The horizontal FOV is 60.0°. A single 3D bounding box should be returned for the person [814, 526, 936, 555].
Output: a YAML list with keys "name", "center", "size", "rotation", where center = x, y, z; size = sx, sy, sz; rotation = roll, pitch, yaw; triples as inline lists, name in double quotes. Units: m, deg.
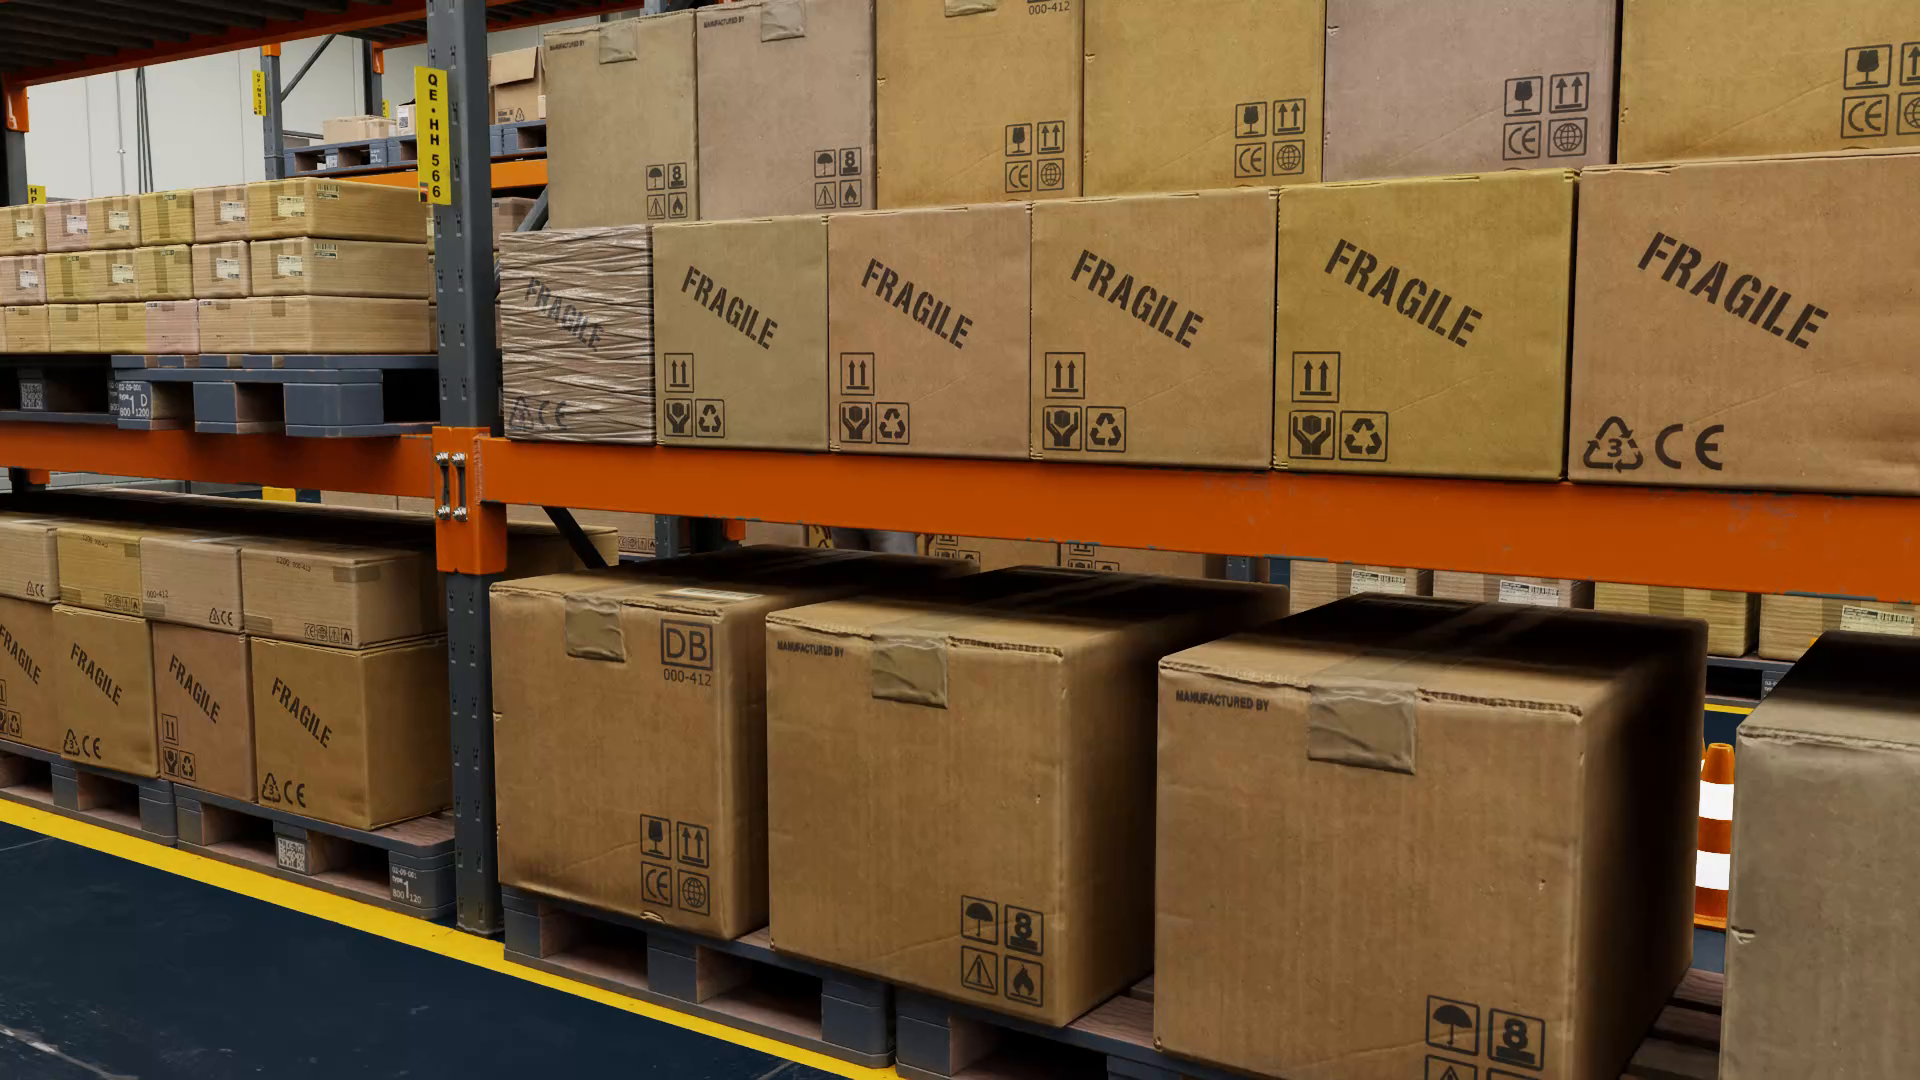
- name: "person"
  center: [-0.378, -0.163, 7.186]
  size: [0.635, 1.760, 0.455]
  rotation: [4, 7, 30]
